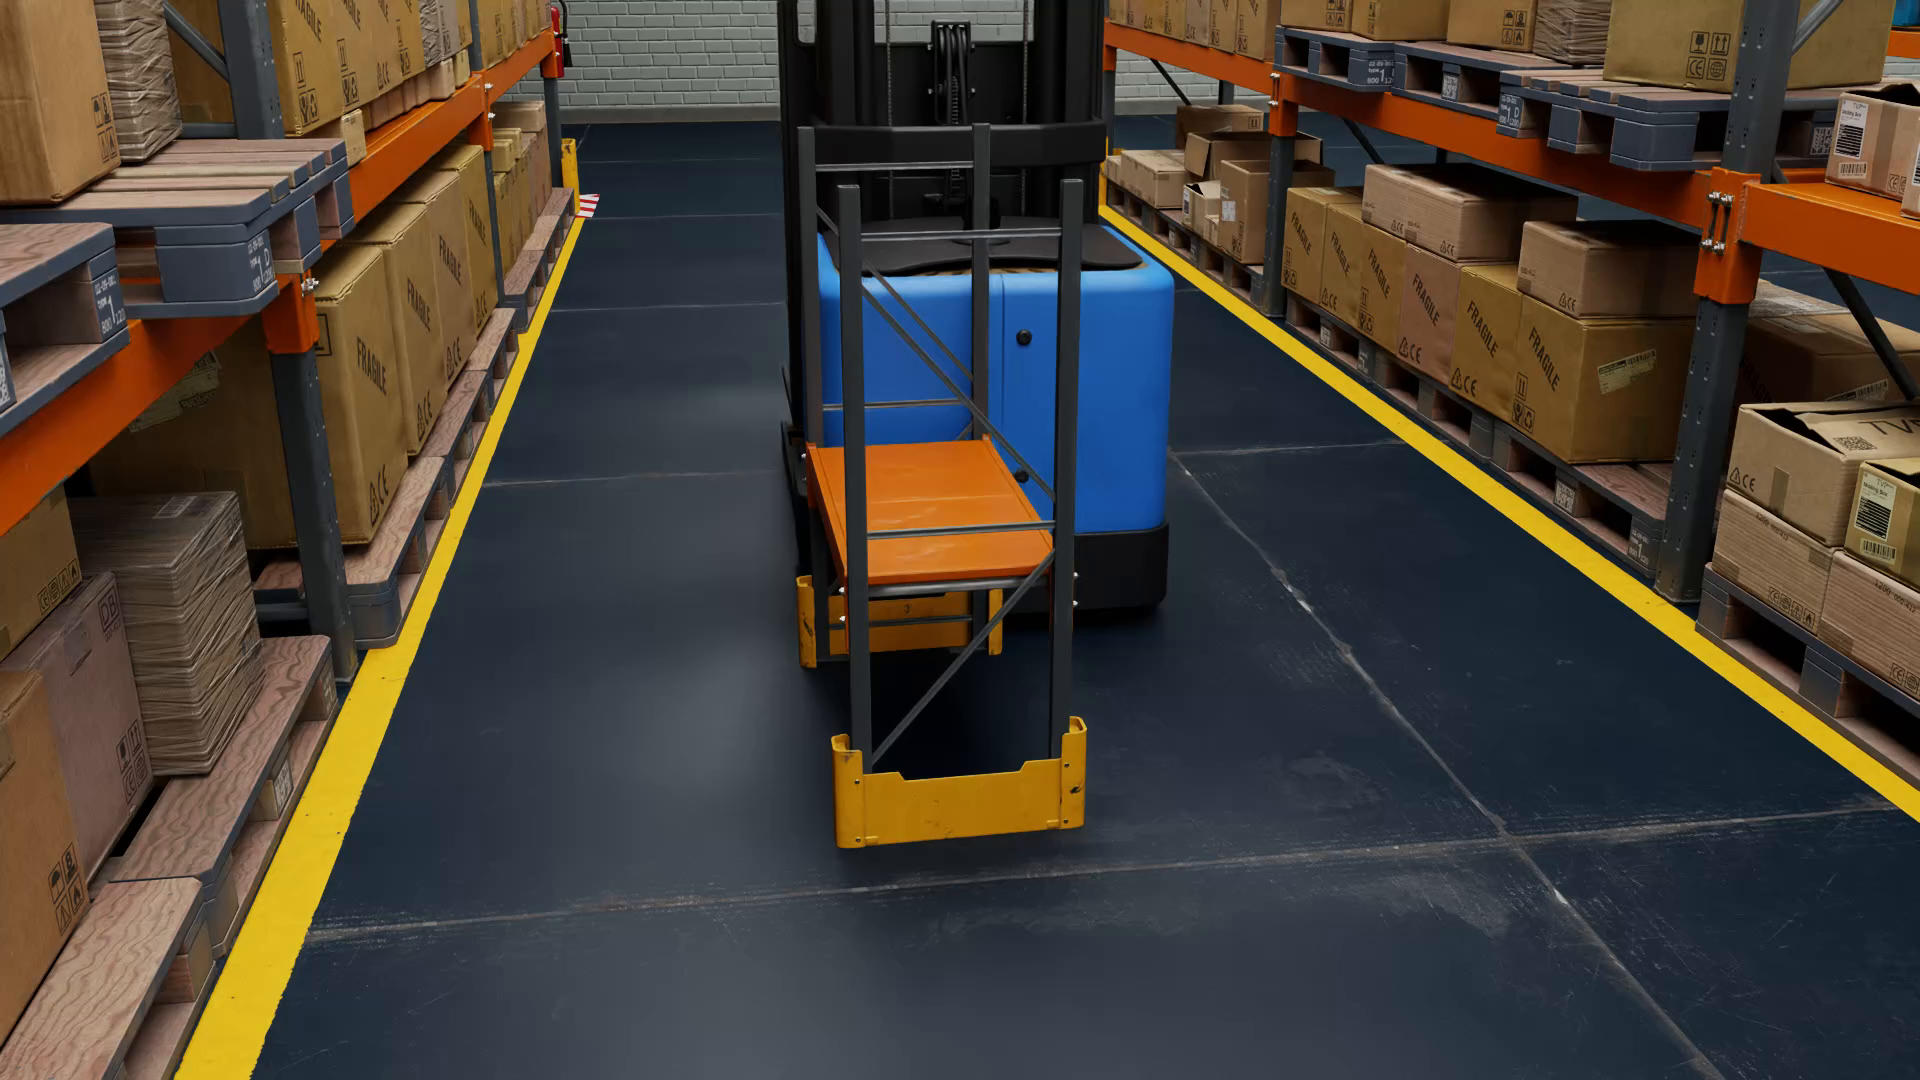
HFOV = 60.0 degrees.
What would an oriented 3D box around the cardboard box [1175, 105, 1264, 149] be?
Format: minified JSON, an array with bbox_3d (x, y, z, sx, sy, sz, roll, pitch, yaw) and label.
[{"bbox_3d":[1.871,-2.875,12.071,0.500,0.500,0.500,-3,21,-8],"label":"cardboard box"}]

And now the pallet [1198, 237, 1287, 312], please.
[{"bbox_3d":[2.028,-1.562,9.598,1.003,0.211,1.213,-3,21,-8],"label":"pallet"}]

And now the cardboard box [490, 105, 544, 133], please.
[{"bbox_3d":[-2.916,-2.733,10.793,0.380,0.149,0.250,-2,21,-6],"label":"cardboard box"}]

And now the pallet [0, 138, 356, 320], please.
[{"bbox_3d":[-1.991,-0.664,3.480,1.213,0.211,1.003,-3,21,-8],"label":"pallet"}]

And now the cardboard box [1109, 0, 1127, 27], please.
[{"bbox_3d":[1.352,-3.896,11.717,0.500,0.500,0.500,-2,21,-7],"label":"cardboard box"}]

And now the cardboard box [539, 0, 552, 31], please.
[{"bbox_3d":[-3.269,-3.729,10.985,0.980,0.700,0.700,-2,21,-5],"label":"cardboard box"}]

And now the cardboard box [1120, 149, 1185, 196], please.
[{"bbox_3d":[1.419,-2.558,11.580,0.500,0.250,0.500,-3,21,-8],"label":"cardboard box"}]

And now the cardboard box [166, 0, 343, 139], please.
[{"bbox_3d":[-2.016,-1.372,4.505,0.500,0.500,0.500,-2,21,-6],"label":"cardboard box"}]

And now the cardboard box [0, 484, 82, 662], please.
[{"bbox_3d":[-2.024,0.066,3.125,0.500,0.250,0.500,-3,21,-7],"label":"cardboard box"}]

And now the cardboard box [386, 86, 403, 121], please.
[{"bbox_3d":[-2.280,-1.634,6.135,0.380,0.149,0.250,-2,21,-6],"label":"cardboard box"}]

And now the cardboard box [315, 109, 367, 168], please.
[{"bbox_3d":[-2.000,-1.196,4.962,0.380,0.149,0.250,-2,21,-6],"label":"cardboard box"}]

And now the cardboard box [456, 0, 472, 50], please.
[{"bbox_3d":[-2.460,-2.428,7.334,0.500,0.500,0.500,-3,21,-9],"label":"cardboard box"}]

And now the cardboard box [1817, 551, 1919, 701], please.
[{"bbox_3d":[2.560,0.215,4.182,0.500,0.250,0.500,-3,21,-9],"label":"cardboard box"}]

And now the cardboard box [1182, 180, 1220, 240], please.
[{"bbox_3d":[1.655,-2.020,10.052,0.500,0.311,0.500,-3,21,-8],"label":"cardboard box"}]

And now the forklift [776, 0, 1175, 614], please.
[{"bbox_3d":[-0.100,-1.608,5.833,1.130,2.935,3.031,-3,21,-8],"label":"forklift"}]

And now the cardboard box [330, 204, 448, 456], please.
[{"bbox_3d":[-2.295,-0.749,5.908,0.750,0.750,0.750,-3,21,-8],"label":"cardboard box"}]

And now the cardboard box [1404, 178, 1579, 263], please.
[{"bbox_3d":[2.171,-1.318,6.829,0.500,0.250,0.500,-3,21,-9],"label":"cardboard box"}]

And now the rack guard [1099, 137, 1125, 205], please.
[{"bbox_3d":[1.560,-2.819,12.548,1.175,0.500,0.348,-3,21,-8],"label":"rack guard"}]

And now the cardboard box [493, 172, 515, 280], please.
[{"bbox_3d":[-2.782,-1.670,8.872,0.700,0.500,0.500,-3,21,-7],"label":"cardboard box"}]

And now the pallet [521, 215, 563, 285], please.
[{"bbox_3d":[-2.987,-1.764,10.138,1.003,0.211,1.213,-3,21,-8],"label":"pallet"}]

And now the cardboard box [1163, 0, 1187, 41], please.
[{"bbox_3d":[1.572,-3.370,10.310,0.500,0.500,0.500,-3,21,-7],"label":"cardboard box"}]

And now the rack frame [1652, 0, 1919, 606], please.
[{"bbox_3d":[2.702,-1.246,4.765,1.000,3.000,0.127,-3,21,-8],"label":"rack frame"}]

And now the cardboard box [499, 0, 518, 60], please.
[{"bbox_3d":[-2.938,-2.962,8.931,0.980,0.700,0.700,-3,21,-9],"label":"cardboard box"}]

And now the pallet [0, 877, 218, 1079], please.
[{"bbox_3d":[-1.915,1.003,2.728,1.003,0.211,1.213,-3,21,-8],"label":"pallet"}]

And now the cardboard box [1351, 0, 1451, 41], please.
[{"bbox_3d":[2.134,-2.464,7.284,0.700,0.500,0.500,0,20,1],"label":"cardboard box"}]

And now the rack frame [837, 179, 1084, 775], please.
[{"bbox_3d":[0.003,-0.018,3.621,0.500,1.500,0.032,-3,21,-9],"label":"rack frame"}]

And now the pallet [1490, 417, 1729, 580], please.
[{"bbox_3d":[2.632,-0.200,5.950,1.003,0.211,1.213,-3,21,-8],"label":"pallet"}]

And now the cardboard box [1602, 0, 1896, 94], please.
[{"bbox_3d":[2.500,-1.702,5.243,0.700,0.500,0.500,-10,23,-26],"label":"cardboard box"}]

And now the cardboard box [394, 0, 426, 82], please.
[{"bbox_3d":[-2.235,-1.905,5.933,0.500,0.500,0.500,-2,21,-6],"label":"cardboard box"}]

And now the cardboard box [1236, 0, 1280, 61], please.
[{"bbox_3d":[1.800,-2.838,8.885,0.500,0.500,0.500,-3,21,-7],"label":"cardboard box"}]

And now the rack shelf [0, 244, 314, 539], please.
[{"bbox_3d":[-1.911,0.035,2.365,1.077,0.370,4.000,-3,21,-8],"label":"rack shelf"}]

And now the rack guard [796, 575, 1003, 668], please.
[{"bbox_3d":[-0.170,0.217,4.777,0.587,0.250,0.087,-3,21,-9],"label":"rack guard"}]

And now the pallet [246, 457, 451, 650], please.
[{"bbox_3d":[-2.238,0.035,5.322,1.003,0.211,1.213,-3,21,-8],"label":"pallet"}]

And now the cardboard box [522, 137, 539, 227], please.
[{"bbox_3d":[-3.007,-2.206,10.307,0.700,0.500,0.500,-4,21,-10],"label":"cardboard box"}]

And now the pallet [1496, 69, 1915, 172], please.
[{"bbox_3d":[2.535,-1.387,5.418,1.213,0.211,1.003,-3,21,-8],"label":"pallet"}]

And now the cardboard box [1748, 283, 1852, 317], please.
[{"bbox_3d":[2.838,-0.634,6.071,0.500,0.500,0.500,-4,21,-10],"label":"cardboard box"}]

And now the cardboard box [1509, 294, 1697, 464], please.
[{"bbox_3d":[2.335,-0.593,5.961,0.500,0.500,0.500,-2,21,-6],"label":"cardboard box"}]

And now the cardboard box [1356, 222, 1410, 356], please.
[{"bbox_3d":[2.107,-1.129,7.395,0.500,0.500,0.500,-3,21,-7],"label":"cardboard box"}]

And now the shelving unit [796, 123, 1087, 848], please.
[{"bbox_3d":[-0.085,-0.196,4.098,0.587,1.500,1.083,-3,21,-9],"label":"shelving unit"}]

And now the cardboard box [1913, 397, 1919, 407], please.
[{"bbox_3d":[3.021,-0.248,4.622,0.500,0.311,0.500,-2,21,-6],"label":"cardboard box"}]

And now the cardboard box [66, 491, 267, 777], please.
[{"bbox_3d":[-2.044,0.217,3.793,0.700,0.500,0.500,-3,21,-7],"label":"cardboard box"}]

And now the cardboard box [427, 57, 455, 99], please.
[{"bbox_3d":[-2.298,-1.902,6.852,0.380,0.149,0.250,-3,21,-8],"label":"cardboard box"}]

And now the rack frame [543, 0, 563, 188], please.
[{"bbox_3d":[-3.352,-3.765,11.509,1.000,3.000,0.127,-3,21,-8],"label":"rack frame"}]

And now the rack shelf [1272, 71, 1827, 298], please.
[{"bbox_3d":[2.414,-1.602,6.745,1.077,0.370,4.000,-3,21,-8],"label":"rack shelf"}]

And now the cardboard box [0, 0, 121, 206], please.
[{"bbox_3d":[-2.014,-0.893,3.050,0.700,0.500,0.500,-5,21,-13],"label":"cardboard box"}]
